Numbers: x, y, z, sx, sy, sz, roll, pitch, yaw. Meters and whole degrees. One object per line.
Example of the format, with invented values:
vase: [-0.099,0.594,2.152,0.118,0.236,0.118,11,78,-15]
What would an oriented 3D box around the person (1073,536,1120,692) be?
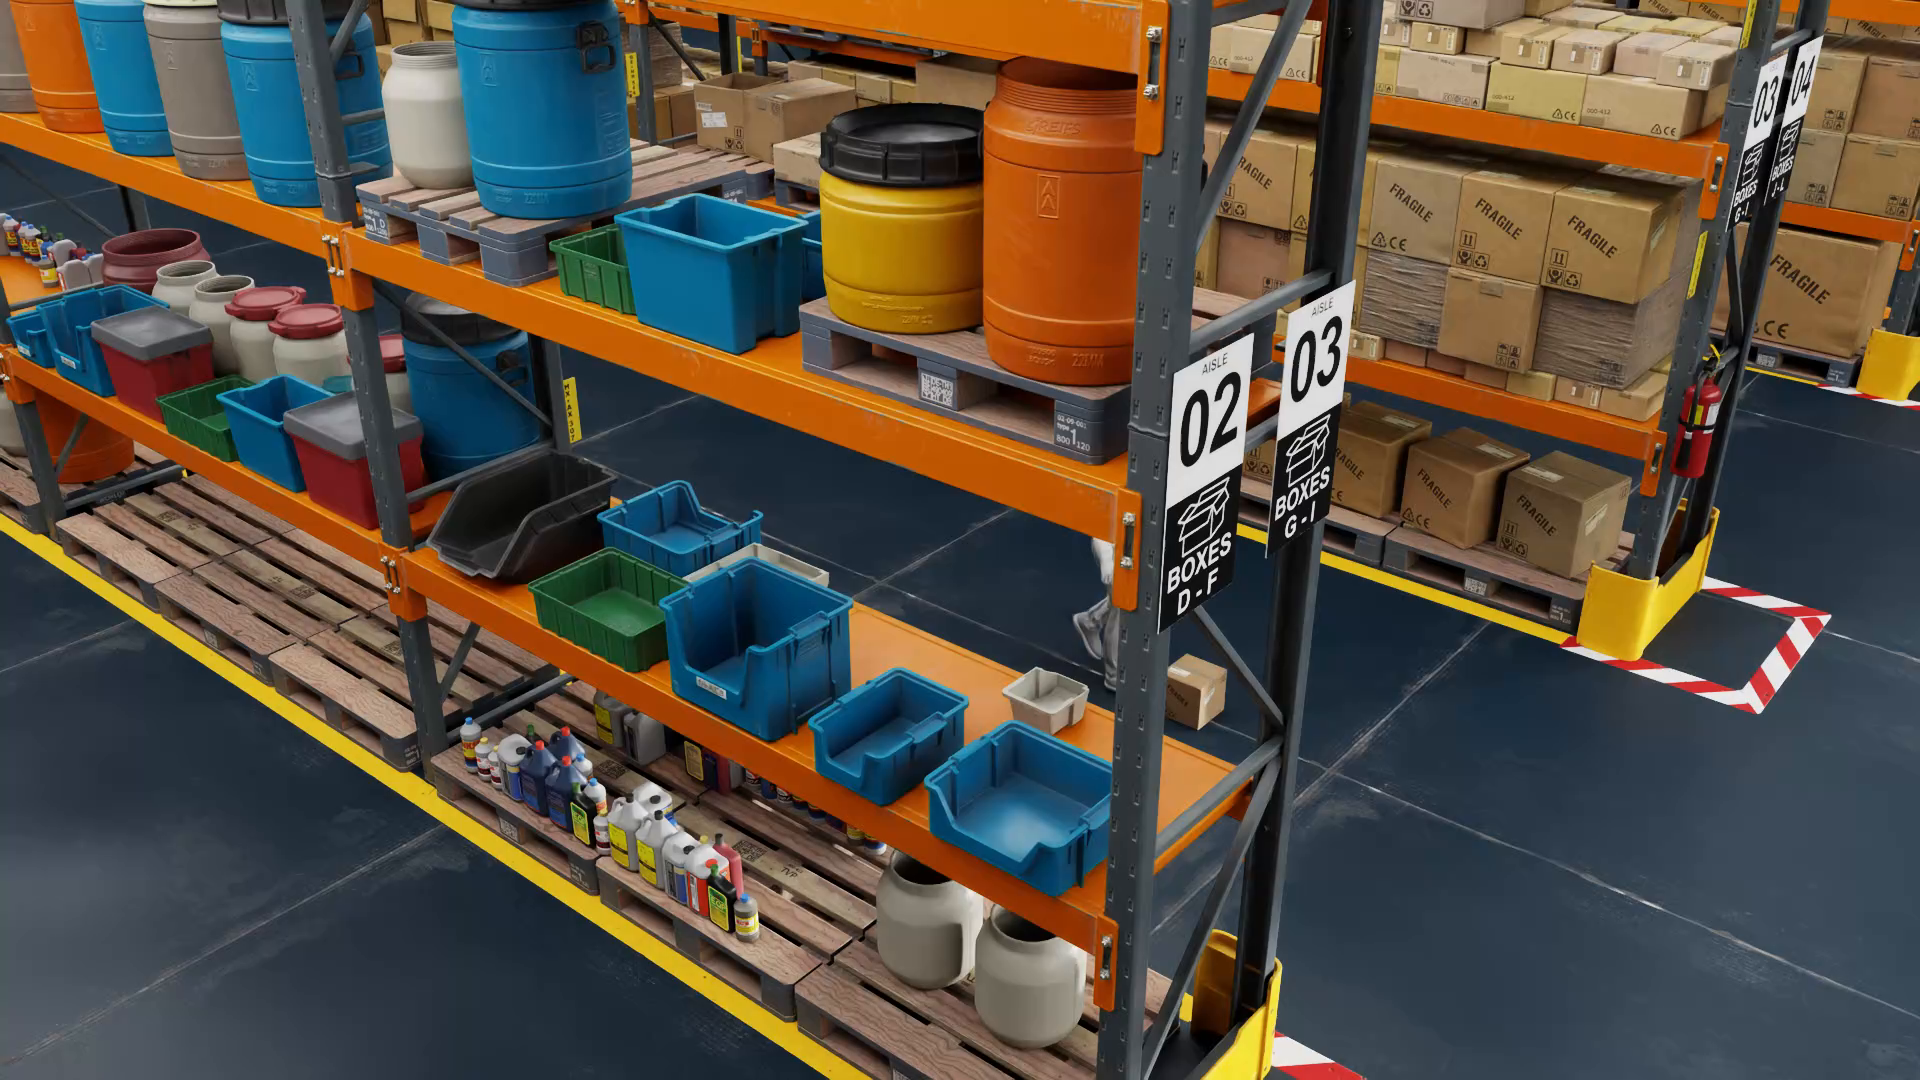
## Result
person: [0.832,-0.002,8.582,0.535,1.683,0.506,12,30,22]
